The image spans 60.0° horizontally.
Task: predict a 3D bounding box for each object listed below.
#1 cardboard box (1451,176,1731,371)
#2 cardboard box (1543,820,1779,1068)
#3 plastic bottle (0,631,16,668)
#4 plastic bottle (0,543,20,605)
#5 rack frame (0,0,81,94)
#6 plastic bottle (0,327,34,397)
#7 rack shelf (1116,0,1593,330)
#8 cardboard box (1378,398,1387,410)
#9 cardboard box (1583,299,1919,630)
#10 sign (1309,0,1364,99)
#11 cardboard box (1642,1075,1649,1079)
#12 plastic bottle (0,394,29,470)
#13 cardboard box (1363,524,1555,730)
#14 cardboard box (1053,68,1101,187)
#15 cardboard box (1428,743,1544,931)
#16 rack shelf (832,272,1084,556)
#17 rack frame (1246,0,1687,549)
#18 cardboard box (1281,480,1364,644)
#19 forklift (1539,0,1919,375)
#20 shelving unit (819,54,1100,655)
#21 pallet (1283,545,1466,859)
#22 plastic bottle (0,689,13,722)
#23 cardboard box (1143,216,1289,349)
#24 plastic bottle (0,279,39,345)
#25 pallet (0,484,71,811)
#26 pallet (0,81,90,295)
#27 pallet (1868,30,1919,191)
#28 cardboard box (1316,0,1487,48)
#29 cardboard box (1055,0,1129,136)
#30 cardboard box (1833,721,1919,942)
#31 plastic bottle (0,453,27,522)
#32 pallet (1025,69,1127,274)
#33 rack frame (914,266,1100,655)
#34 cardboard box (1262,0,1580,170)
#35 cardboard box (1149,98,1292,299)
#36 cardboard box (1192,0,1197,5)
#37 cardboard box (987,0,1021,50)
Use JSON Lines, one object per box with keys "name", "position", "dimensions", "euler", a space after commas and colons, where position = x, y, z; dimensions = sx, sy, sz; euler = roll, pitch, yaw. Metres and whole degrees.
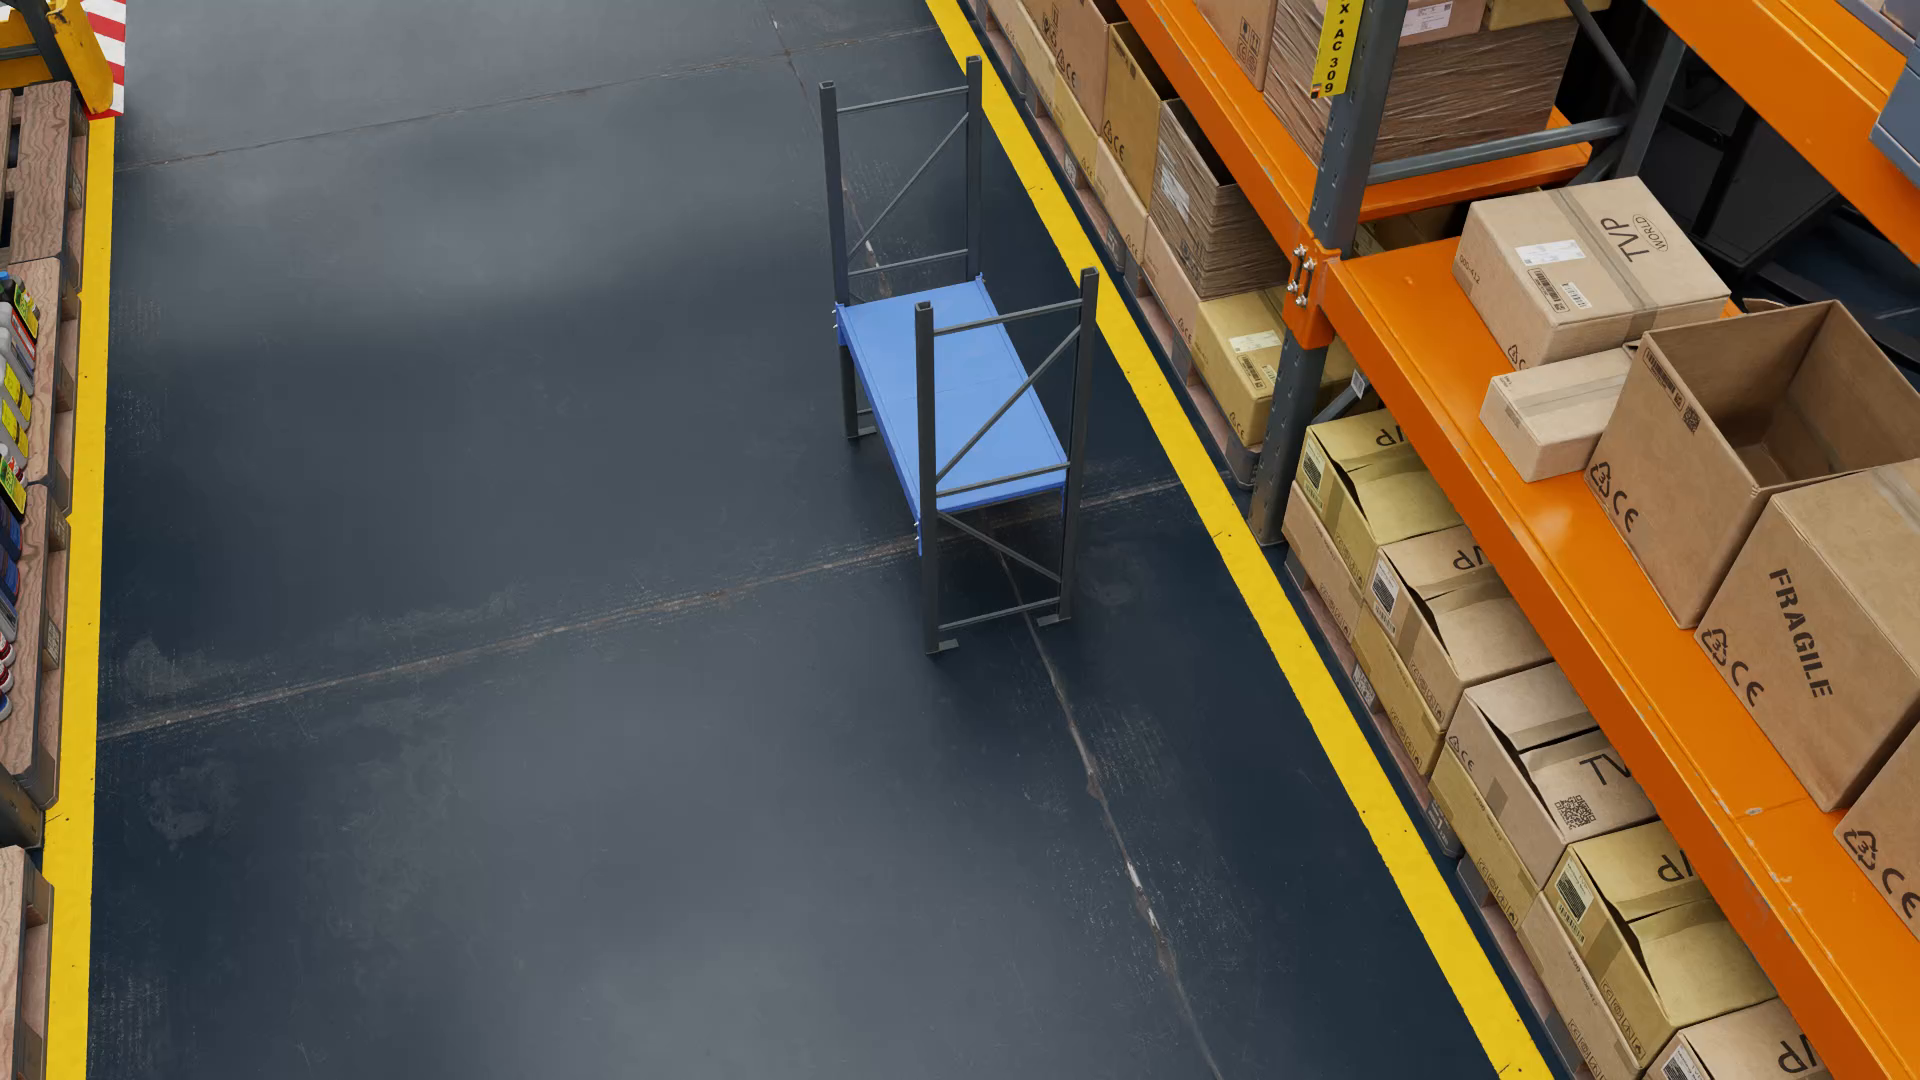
{"name": "cardboard box", "position": [1.681, -0.696, 4.473], "dimensions": [0.500, 0.250, 0.500], "euler": [-10, 51, -9]}
{"name": "cardboard box", "position": [1.833, 0.957, 4.138], "dimensions": [0.500, 0.311, 0.500], "euler": [-12, 51, -10]}
{"name": "plastic bottle", "position": [-2.975, 0.303, 5.075], "dimensions": [0.097, 0.201, 0.097], "euler": [0, 50, 0]}
{"name": "plastic bottle", "position": [-3.082, 0.052, 5.189], "dimensions": [0.144, 0.351, 0.185], "euler": [-12, 51, -10]}
{"name": "rack frame", "position": [-4.423, -2.898, 6.231], "dimensions": [1.000, 3.000, 0.127], "euler": [-13, 51, -11]}
{"name": "plastic bottle", "position": [-3.371, -0.628, 5.811], "dimensions": [0.152, 0.276, 0.135], "euler": [-15, 51, -12]}
{"name": "rack shelf", "position": [0.902, -2.323, 6.217], "dimensions": [1.077, 0.370, 4.000], "euler": [-13, 51, -11]}
{"name": "cardboard box", "position": [1.646, -0.750, 5.944], "dimensions": [0.500, 0.250, 0.500], "euler": [-13, 51, -11]}
{"name": "cardboard box", "position": [1.861, -0.177, 3.872], "dimensions": [0.500, 0.500, 0.500], "euler": [-10, 51, -8]}
{"name": "sign", "position": [0.964, -1.272, 4.242], "dimensions": [0.100, 0.325, 0.005], "euler": [-13, 51, -11]}
{"name": "cardboard box", "position": [1.986, 1.506, 4.042], "dimensions": [0.500, 0.250, 0.500], "euler": [-12, 51, -10]}
{"name": "plastic bottle", "position": [-3.263, -0.396, 5.567], "dimensions": [0.144, 0.351, 0.185], "euler": [-14, 51, -11]}
{"name": "cardboard box", "position": [1.521, 0.201, 4.775], "dimensions": [0.500, 0.311, 0.500], "euler": [-14, 51, -11]}
{"name": "cardboard box", "position": [0.698, -1.726, 6.767], "dimensions": [0.500, 0.250, 0.500], "euler": [-13, 51, -11]}
{"name": "cardboard box", "position": [1.682, 0.759, 4.672], "dimensions": [0.500, 0.250, 0.500], "euler": [-15, 51, -12]}
{"name": "rack shelf", "position": [-0.025, -0.430, 5.367], "dimensions": [0.538, 0.185, 1.000], "euler": [-13, 51, -11]}
{"name": "rack frame", "position": [1.493, -1.094, 4.710], "dimensions": [1.000, 3.000, 0.127], "euler": [-13, 51, -11]}
{"name": "cardboard box", "position": [1.376, 0.008, 5.305], "dimensions": [0.500, 0.250, 0.500], "euler": [-14, 51, -12]}
{"name": "forklift", "position": [2.975, -2.261, 5.739], "dimensions": [1.130, 2.935, 3.031], "euler": [-34, 58, -25]}
{"name": "shelving unit", "position": [-0.025, -0.546, 5.229], "dimensions": [0.538, 1.500, 1.048], "euler": [-13, 51, -11]}
{"name": "pallet", "position": [1.748, 0.334, 5.330], "dimensions": [1.003, 0.211, 1.213], "euler": [-13, 51, -11]}
{"name": "plastic bottle", "position": [-2.915, 0.429, 4.923], "dimensions": [0.097, 0.271, 0.097], "euler": [0, 50, 0]}
{"name": "cardboard box", "position": [1.009, -1.000, 6.155], "dimensions": [0.500, 0.250, 0.500], "euler": [-13, 51, -11]}
{"name": "plastic bottle", "position": [-3.409, -0.841, 5.986], "dimensions": [0.061, 0.283, 0.133], "euler": [-12, 51, -10]}
{"name": "pallet", "position": [-3.398, 0.422, 5.256], "dimensions": [1.003, 0.211, 1.213], "euler": [-13, 51, -11]}
{"name": "pallet", "position": [-4.120, -1.360, 6.758], "dimensions": [1.003, 0.211, 1.213], "euler": [-13, 51, -11]}
{"name": "pallet", "position": [2.057, -0.370, 2.261], "dimensions": [1.003, 0.211, 1.213], "euler": [-11, 51, -9]}
{"name": "cardboard box", "position": [1.208, -1.485, 4.551], "dimensions": [0.380, 0.149, 0.250], "euler": [-13, 51, -11]}
{"name": "cardboard box", "position": [0.698, -1.968, 6.480], "dimensions": [0.500, 0.500, 0.500], "euler": [-13, 51, -11]}
{"name": "cardboard box", "position": [2.164, 0.574, 3.239], "dimensions": [0.500, 0.500, 0.500], "euler": [-16, 52, -13]}
{"name": "plastic bottle", "position": [-3.147, -0.194, 5.441], "dimensions": [0.061, 0.283, 0.133], "euler": [-11, 51, -9]}
{"name": "pallet", "position": [0.934, -1.678, 7.026], "dimensions": [1.003, 0.211, 1.213], "euler": [-13, 51, -11]}
{"name": "rack frame", "position": [0.125, -0.174, 4.916], "dimensions": [0.500, 1.500, 0.032], "euler": [-13, 51, -11]}
{"name": "cardboard box", "position": [1.356, -1.449, 4.944], "dimensions": [0.700, 0.500, 0.500], "euler": [-15, 51, -12]}
{"name": "cardboard box", "position": [1.011, -1.242, 5.868], "dimensions": [0.500, 0.500, 0.500], "euler": [-13, 51, -11]}
{"name": "cardboard box", "position": [1.049, -2.200, 5.577], "dimensions": [0.700, 0.500, 0.500], "euler": [-13, 51, -10]}
{"name": "cardboard box", "position": [0.408, -2.458, 7.384], "dimensions": [0.500, 0.250, 0.500], "euler": [-13, 51, -11]}
